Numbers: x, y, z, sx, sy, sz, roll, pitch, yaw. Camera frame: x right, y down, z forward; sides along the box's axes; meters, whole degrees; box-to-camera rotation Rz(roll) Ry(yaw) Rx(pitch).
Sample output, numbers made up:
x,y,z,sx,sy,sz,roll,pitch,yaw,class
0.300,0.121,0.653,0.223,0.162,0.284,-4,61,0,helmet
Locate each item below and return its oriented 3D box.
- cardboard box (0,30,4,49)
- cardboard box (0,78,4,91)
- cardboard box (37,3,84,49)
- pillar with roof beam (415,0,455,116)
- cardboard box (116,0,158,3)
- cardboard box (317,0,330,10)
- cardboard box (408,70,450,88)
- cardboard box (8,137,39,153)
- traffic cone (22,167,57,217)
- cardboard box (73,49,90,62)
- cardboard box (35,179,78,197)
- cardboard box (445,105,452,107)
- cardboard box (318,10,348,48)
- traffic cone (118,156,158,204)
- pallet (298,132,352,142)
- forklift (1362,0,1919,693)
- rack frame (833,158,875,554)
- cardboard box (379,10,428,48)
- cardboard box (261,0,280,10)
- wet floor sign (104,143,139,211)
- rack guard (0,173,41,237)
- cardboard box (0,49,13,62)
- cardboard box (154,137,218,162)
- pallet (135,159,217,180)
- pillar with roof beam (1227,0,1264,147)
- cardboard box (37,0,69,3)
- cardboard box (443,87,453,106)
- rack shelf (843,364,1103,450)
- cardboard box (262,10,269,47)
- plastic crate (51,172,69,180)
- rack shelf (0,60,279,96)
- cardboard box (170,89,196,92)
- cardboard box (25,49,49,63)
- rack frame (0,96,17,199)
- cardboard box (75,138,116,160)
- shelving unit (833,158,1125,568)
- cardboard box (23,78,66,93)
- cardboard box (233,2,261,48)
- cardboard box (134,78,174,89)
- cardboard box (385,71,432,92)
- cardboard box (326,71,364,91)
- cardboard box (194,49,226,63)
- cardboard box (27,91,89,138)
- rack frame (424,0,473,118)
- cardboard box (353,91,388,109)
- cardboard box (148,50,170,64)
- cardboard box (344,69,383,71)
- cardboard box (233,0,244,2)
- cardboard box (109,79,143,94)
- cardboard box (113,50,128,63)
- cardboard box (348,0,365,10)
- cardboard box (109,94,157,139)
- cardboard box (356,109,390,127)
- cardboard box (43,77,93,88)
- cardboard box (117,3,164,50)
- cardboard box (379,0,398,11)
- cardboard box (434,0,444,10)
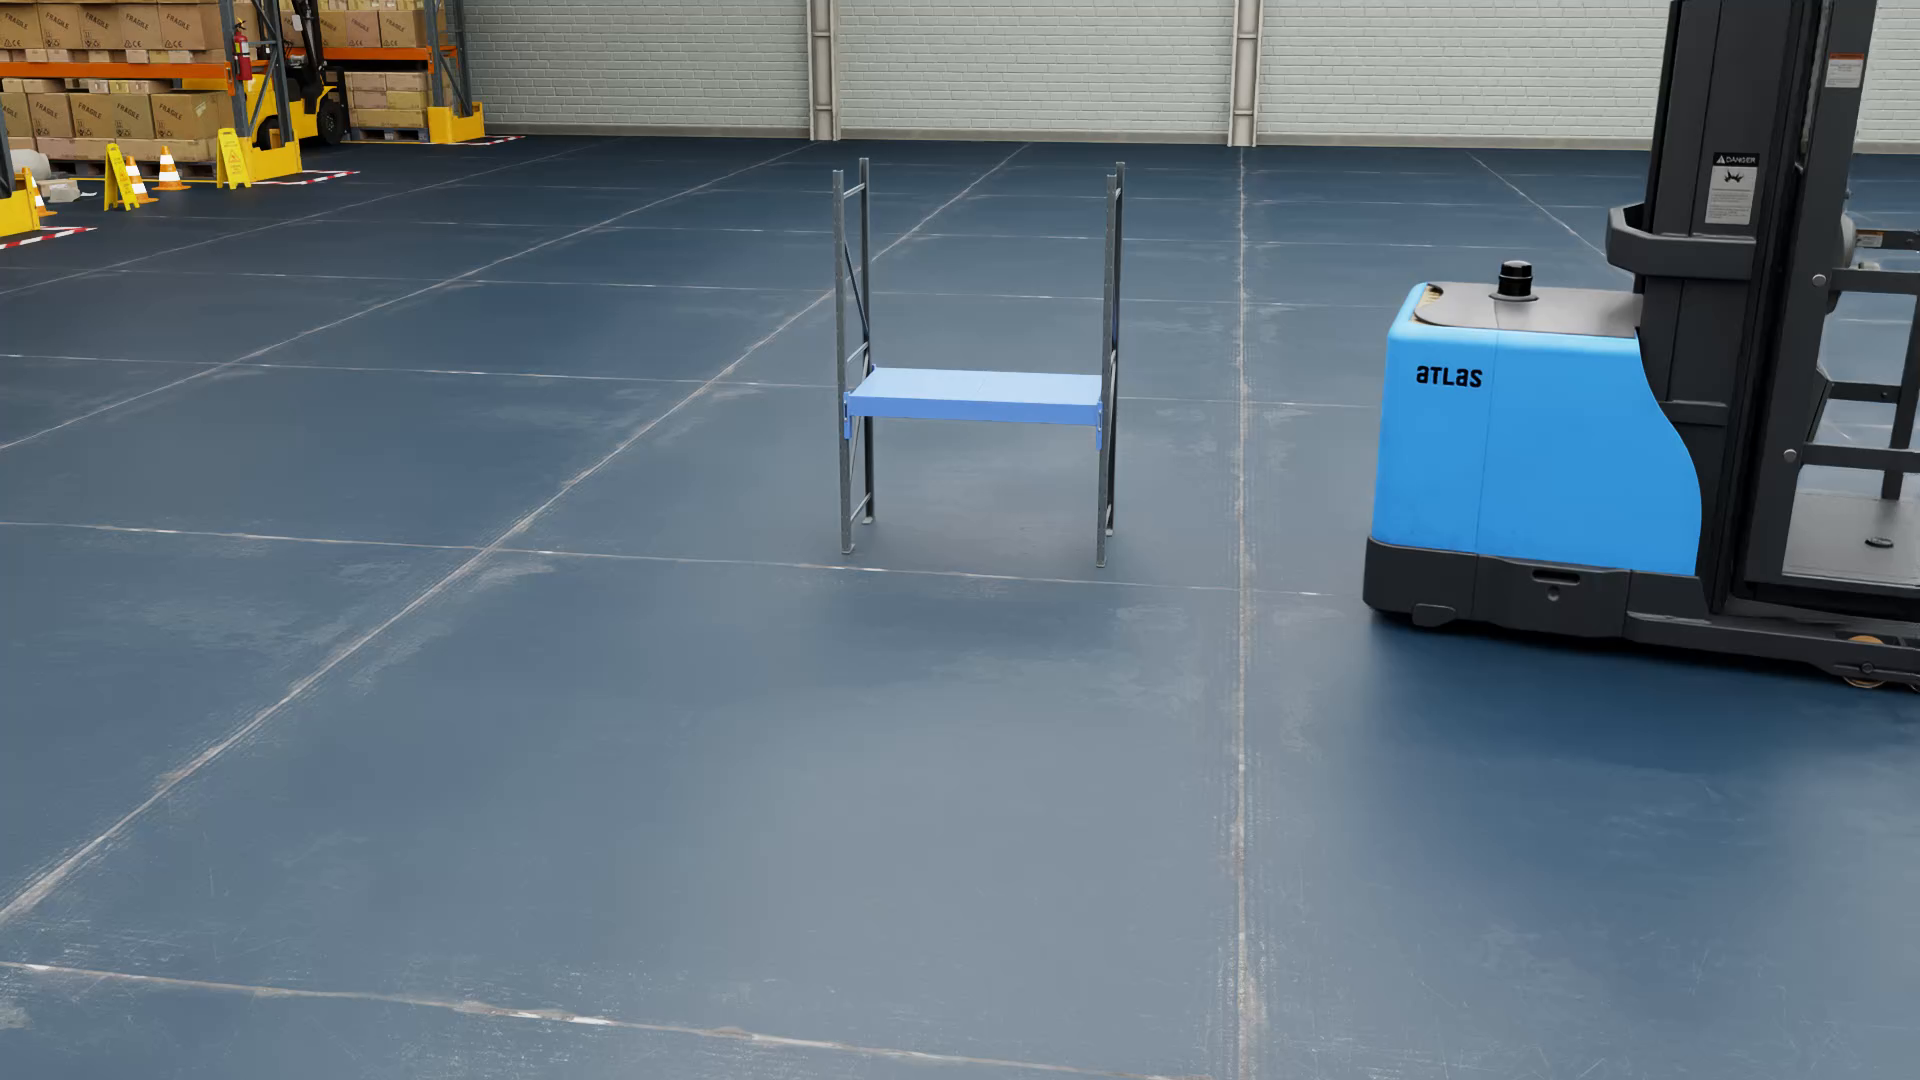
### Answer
x,y,z,sx,sy,sz,roll,pitch,yaw,class
-11.184,-5.967,19.283,0.500,0.500,0.500,3,19,8,cardboard box
-11.420,-5.325,19.458,0.250,0.149,0.380,3,19,9,cardboard box
-10.189,-5.918,19.138,0.500,0.500,0.500,3,19,9,cardboard box
-8.568,-9.074,19.739,0.400,9.000,9.100,3,19,9,pillar with roof beam
-9.162,-6.352,18.859,0.500,0.500,0.700,3,19,9,cardboard box
-8.998,-7.601,23.614,0.250,0.149,0.380,3,19,9,cardboard box
-7.785,-6.713,24.234,0.500,0.250,0.500,3,19,8,cardboard box
-11.005,-4.663,19.685,0.500,0.250,0.500,4,19,12,cardboard box
-9.109,-3.417,16.287,0.334,0.463,0.336,3,19,9,traffic cone
-10.034,-5.620,19.269,0.250,0.149,0.380,3,19,9,cardboard box
-9.738,-3.786,17.883,0.250,0.149,0.380,14,23,37,cardboard box
-7.795,-6.241,24.400,0.500,0.250,0.500,3,19,9,cardboard box
-8.885,-7.304,23.749,0.500,0.500,0.500,3,19,8,cardboard box
-8.594,-3.754,17.294,0.334,0.463,0.336,3,19,9,traffic cone
-9.304,-6.025,24.477,1.213,0.211,1.003,3,19,9,pallet
3.010,-1.081,5.414,3.031,2.935,1.130,6,20,18,forklift
-0.418,-0.733,6.629,0.032,1.500,0.500,3,19,9,rack frame
-7.868,-7.250,23.585,0.500,0.500,0.500,3,19,7,cardboard box
-9.758,-7.644,23.742,0.250,0.149,0.380,2,19,7,cardboard box
-8.467,-3.651,16.698,0.232,0.644,0.267,0,19,-1,wet floor sign
-8.786,-2.962,14.868,0.348,0.500,1.175,3,19,9,rack guard
-11.050,-5.647,19.348,0.250,0.149,0.380,3,19,10,cardboard box
-8.989,-4.557,19.368,0.500,0.250,0.500,3,19,8,cardboard box
-8.996,-4.438,19.734,1.213,0.211,1.003,3,19,9,pallet
3.280,-8.470,17.934,0.400,9.000,9.100,3,19,9,pillar with roof beam
-10.152,-6.414,19.044,0.500,0.500,0.700,3,19,8,cardboard box
-7.772,-6.481,24.329,0.500,0.250,0.500,3,19,10,cardboard box
0.084,-0.536,6.609,1.000,0.185,0.538,3,19,9,rack shelf
-9.877,-7.358,23.910,0.500,0.500,0.500,3,19,8,cardboard box
-10.654,-4.185,19.186,0.583,0.080,0.402,-3,19,-10,plastic crate
-10.099,-5.464,19.540,4.000,0.370,1.077,3,19,9,rack shelf
-9.418,-5.109,19.834,0.500,0.500,0.500,2,19,7,cardboard box
-10.552,-5.603,19.218,0.250,0.149,0.380,3,19,9,cardboard box
-8.810,-4.149,14.475,0.127,3.000,1.000,3,19,9,rack frame
-9.993,-4.609,19.523,0.500,0.250,0.500,2,19,7,cardboard box
0.084,-0.707,6.552,1.048,1.500,0.538,3,19,9,shelving unit
-10.646,-5.287,19.345,0.250,0.149,0.380,4,19,12,cardboard box
-8.548,-6.004,19.393,0.500,0.500,0.500,3,19,8,cardboard box
-11.807,-6.557,24.753,0.625,0.625,0.875,4,19,11,cardboard box
-7.845,-6.555,23.761,0.500,0.250,0.500,4,19,10,cardboard box
-8.850,-6.601,23.899,0.500,0.250,0.500,3,19,9,cardboard box
-8.528,-5.537,19.021,0.250,0.149,0.380,4,19,10,cardboard box
-10.492,-4.993,19.487,0.500,0.500,0.500,4,19,12,cardboard box
-7.341,-7.260,23.773,0.127,3.000,1.000,3,19,9,rack frame
-8.365,-6.347,23.930,0.500,0.250,0.500,3,19,8,cardboard box
-9.045,-5.535,19.014,0.250,0.149,0.380,3,19,8,cardboard box
-8.771,-6.765,24.391,0.500,0.250,0.500,3,19,8,cardboard box
-10.268,-7.665,23.805,0.250,0.149,0.380,3,19,10,cardboard box
-9.578,-5.233,19.182,0.250,0.149,0.380,3,19,10,cardboard box
-9.535,-5.595,19.194,0.250,0.149,0.380,3,19,9,cardboard box
-8.474,-7.596,23.599,0.250,0.149,0.380,3,19,8,cardboard box
-9.473,-4.939,19.327,0.500,0.500,0.500,4,19,11,cardboard box
-8.344,-6.108,24.001,0.500,0.250,0.500,3,19,9,cardboard box
-13.315,-6.636,24.988,0.625,0.625,0.875,2,19,6,cardboard box
-9.198,-5.861,18.965,0.500,0.500,0.500,3,19,9,cardboard box
-7.985,-7.548,23.455,0.250,0.149,0.380,3,19,10,cardboard box
-7.635,-7.713,23.948,0.250,0.149,0.380,2,19,7,cardboard box
